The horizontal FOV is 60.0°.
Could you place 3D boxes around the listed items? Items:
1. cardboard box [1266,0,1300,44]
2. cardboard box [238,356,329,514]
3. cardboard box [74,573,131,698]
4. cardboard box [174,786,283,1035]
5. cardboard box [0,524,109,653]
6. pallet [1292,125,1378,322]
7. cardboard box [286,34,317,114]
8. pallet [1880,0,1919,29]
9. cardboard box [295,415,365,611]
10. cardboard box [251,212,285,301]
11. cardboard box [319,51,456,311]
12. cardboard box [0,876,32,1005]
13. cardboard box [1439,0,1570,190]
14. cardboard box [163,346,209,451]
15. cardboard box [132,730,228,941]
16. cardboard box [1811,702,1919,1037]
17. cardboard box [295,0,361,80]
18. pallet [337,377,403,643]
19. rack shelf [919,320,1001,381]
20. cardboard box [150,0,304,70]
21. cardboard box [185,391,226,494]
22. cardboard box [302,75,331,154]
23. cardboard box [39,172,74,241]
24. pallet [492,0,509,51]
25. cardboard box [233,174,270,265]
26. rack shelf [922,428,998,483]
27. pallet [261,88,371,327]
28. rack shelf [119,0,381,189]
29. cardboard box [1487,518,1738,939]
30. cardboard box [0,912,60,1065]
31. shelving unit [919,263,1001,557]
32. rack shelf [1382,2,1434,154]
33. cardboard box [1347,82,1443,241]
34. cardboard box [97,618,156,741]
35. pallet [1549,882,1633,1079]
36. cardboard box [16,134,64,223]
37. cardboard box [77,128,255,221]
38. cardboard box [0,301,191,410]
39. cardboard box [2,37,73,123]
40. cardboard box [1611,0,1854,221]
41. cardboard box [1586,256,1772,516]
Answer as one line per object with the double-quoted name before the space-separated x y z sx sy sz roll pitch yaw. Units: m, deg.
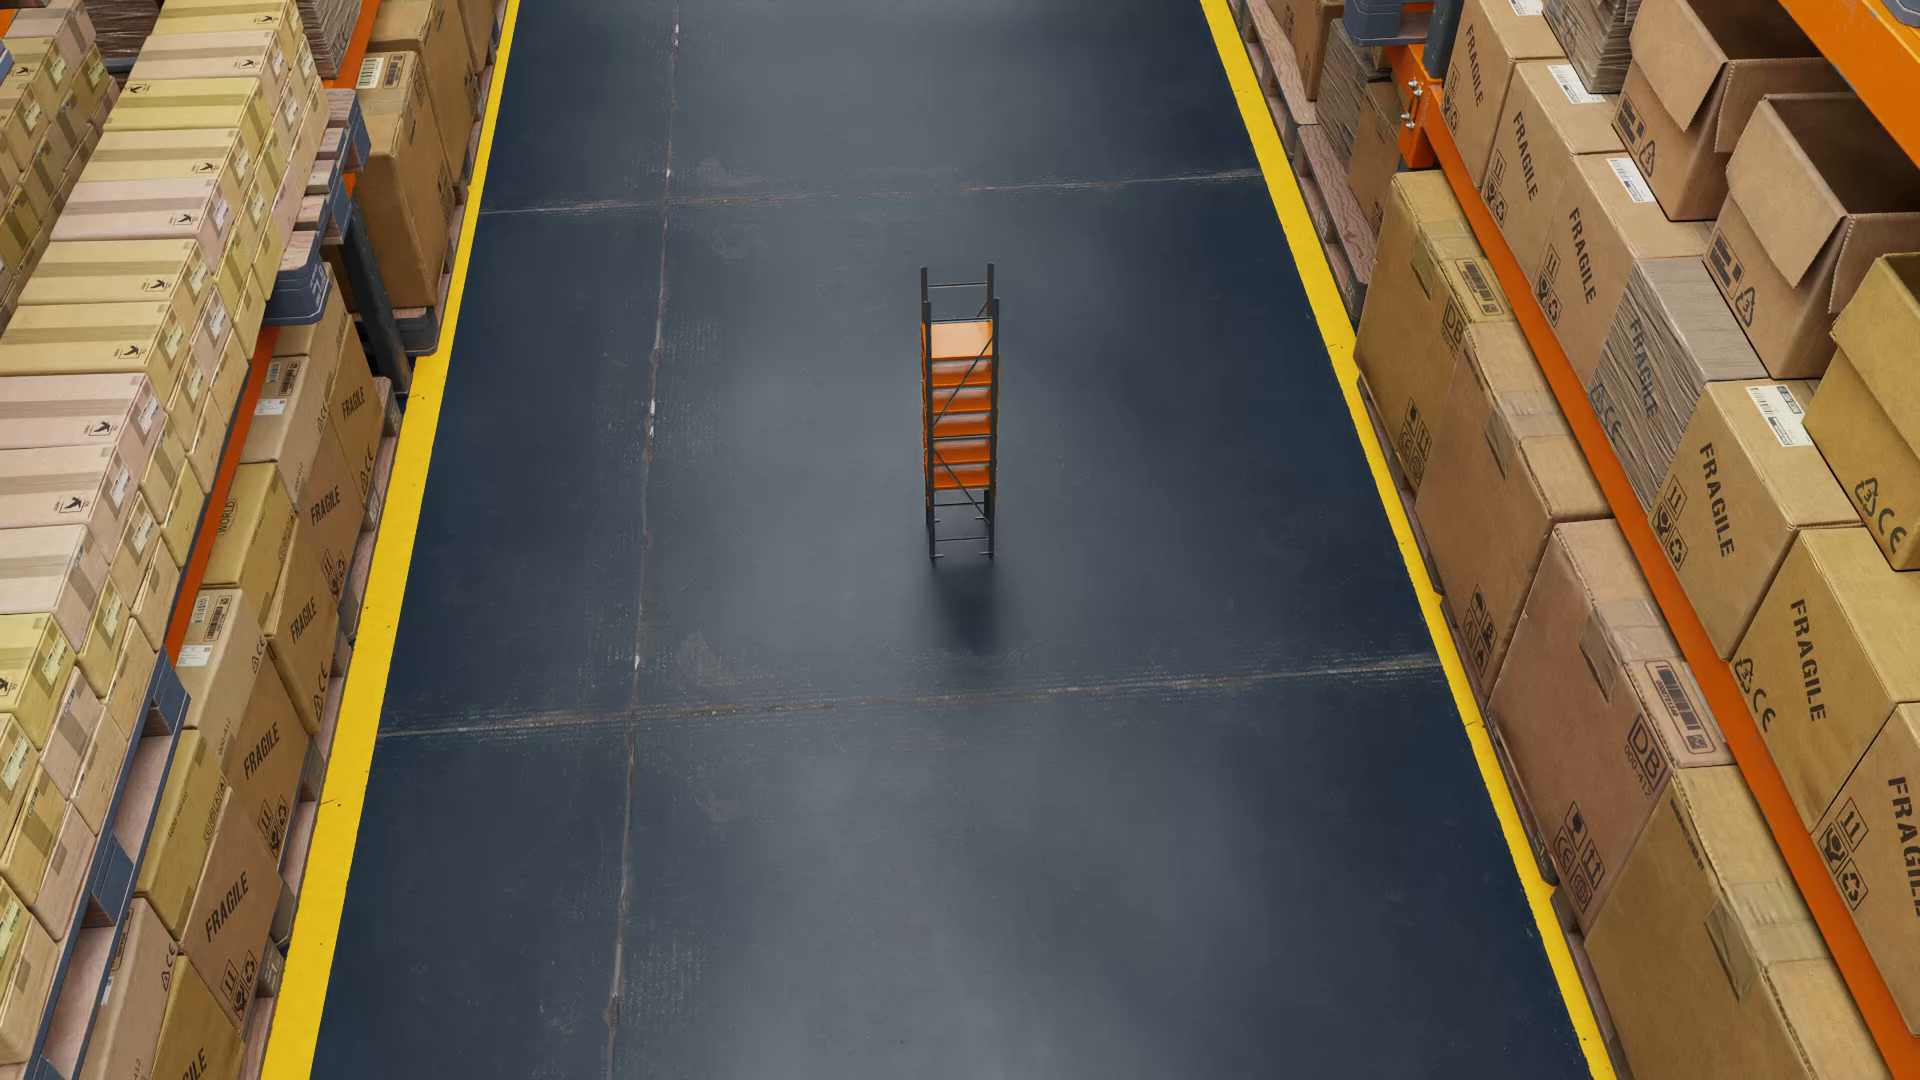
"cardboard box" 1.955 -2.853 8.304 0.700 0.500 0.500 -7 47 -7
"cardboard box" -2.388 -0.334 5.417 0.500 0.250 0.500 -3 47 -3
"cardboard box" -2.067 0.223 3.651 0.380 0.149 0.250 -5 47 -5
"cardboard box" -2.268 1.041 4.631 0.500 0.500 0.500 -2 47 -1
"cardboard box" -2.066 0.116 3.549 0.380 0.149 0.250 -4 47 -4
"pallet" 2.127 -1.470 7.497 1.003 0.211 1.213 -3 47 -3
"cardboard box" -2.264 -1.466 5.251 0.380 0.149 0.250 -3 47 -2
"pallet" 2.395 -1.558 3.724 1.003 0.211 1.213 -2 47 -1
"cardboard box" -2.404 -0.084 5.696 0.500 0.500 0.500 -2 47 -2
"cardboard box" -2.202 -0.818 4.842 0.380 0.149 0.250 -4 47 -4
"cardboard box" -2.721 -1.452 6.819 1.050 0.750 0.750 -4 47 -4
"cardboard box" -1.999 0.786 3.119 0.380 0.149 0.250 -3 47 -3
"cardboard box" 1.961 -1.530 5.564 0.500 0.500 0.500 -2 47 -2
"cardboard box" -2.132 -0.346 4.190 0.380 0.149 0.250 -4 47 -4
"cardboard box" -2.270 0.780 4.361 0.500 0.250 0.500 -2 47 -2
"cardboard box" 2.215 0.674 3.476 0.500 0.500 0.500 -3 47 -3
"cardboard box" -2.528 -2.011 6.020 0.500 0.500 0.500 -3 47 -3
"pallet" -2.696 -0.111 6.210 1.003 0.211 1.213 -3 47 -3
"rack shelf" -0.001 -0.640 5.595 0.258 0.103 0.180 -3 47 -3
"cardboard box" -2.262 -1.571 5.146 0.380 0.149 0.250 -5 47 -5
"cardboard box" -2.132 -0.239 4.294 0.380 0.149 0.250 -5 47 -5
"cardboard box" -2.260 -1.364 5.360 0.380 0.149 0.250 -3 47 -3
"cardboard box" -2.878 -0.968 4.984 0.380 0.149 0.250 -1 47 -1
"pallet" -2.955 -3.017 8.962 1.003 0.211 1.213 -3 47 -3
"cardboard box" -2.195 -0.901 4.717 0.380 0.149 0.250 -3 47 -3
"rack shelf" -0.001 -0.310 5.944 0.258 0.103 0.180 -3 47 -3
"pallet" -2.594 -1.060 5.320 1.213 0.211 1.003 -3 47 -3
"rack shelf" -2.927 -2.835 7.364 1.077 0.370 4.000 -3 47 -3
"cardboard box" 2.377 0.508 4.877 1.225 0.875 0.875 -5 47 -5
"cardboard box" -1.999 0.888 3.227 0.380 0.149 0.250 -6 47 -5
"shelving unit" -0.001 -0.423 5.824 0.258 1.200 0.189 -3 47 -3
"rack shelf" 2.024 -3.063 7.581 1.077 0.370 4.000 -3 47 -3
"cardboard box" 2.115 -1.639 7.155 0.700 0.500 0.500 -6 47 -5
"cardboard box" -2.065 0.325 3.760 0.380 0.149 0.250 -3 47 -3
"pallet" 2.387 1.436 4.745 1.003 0.211 1.213 -3 47 -3
"cardboard box" -2.869 -1.045 4.852 0.380 0.149 0.250 -5 47 -5
"cardboard box" -2.195 -1.007 4.611 0.380 0.149 0.250 -2 47 -2
"cardboard box" -2.135 -0.447 4.081 0.380 0.149 0.250 -2 47 -2
"cardboard box" -2.889 -1.357 4.944 0.380 0.149 0.250 -5 47 -4
"cardboard box" 2.288 -1.241 4.600 0.797 0.503 0.637 -3 47 -2
"cardboard box" 2.093 -0.424 4.517 0.500 0.500 0.500 -3 47 -3
